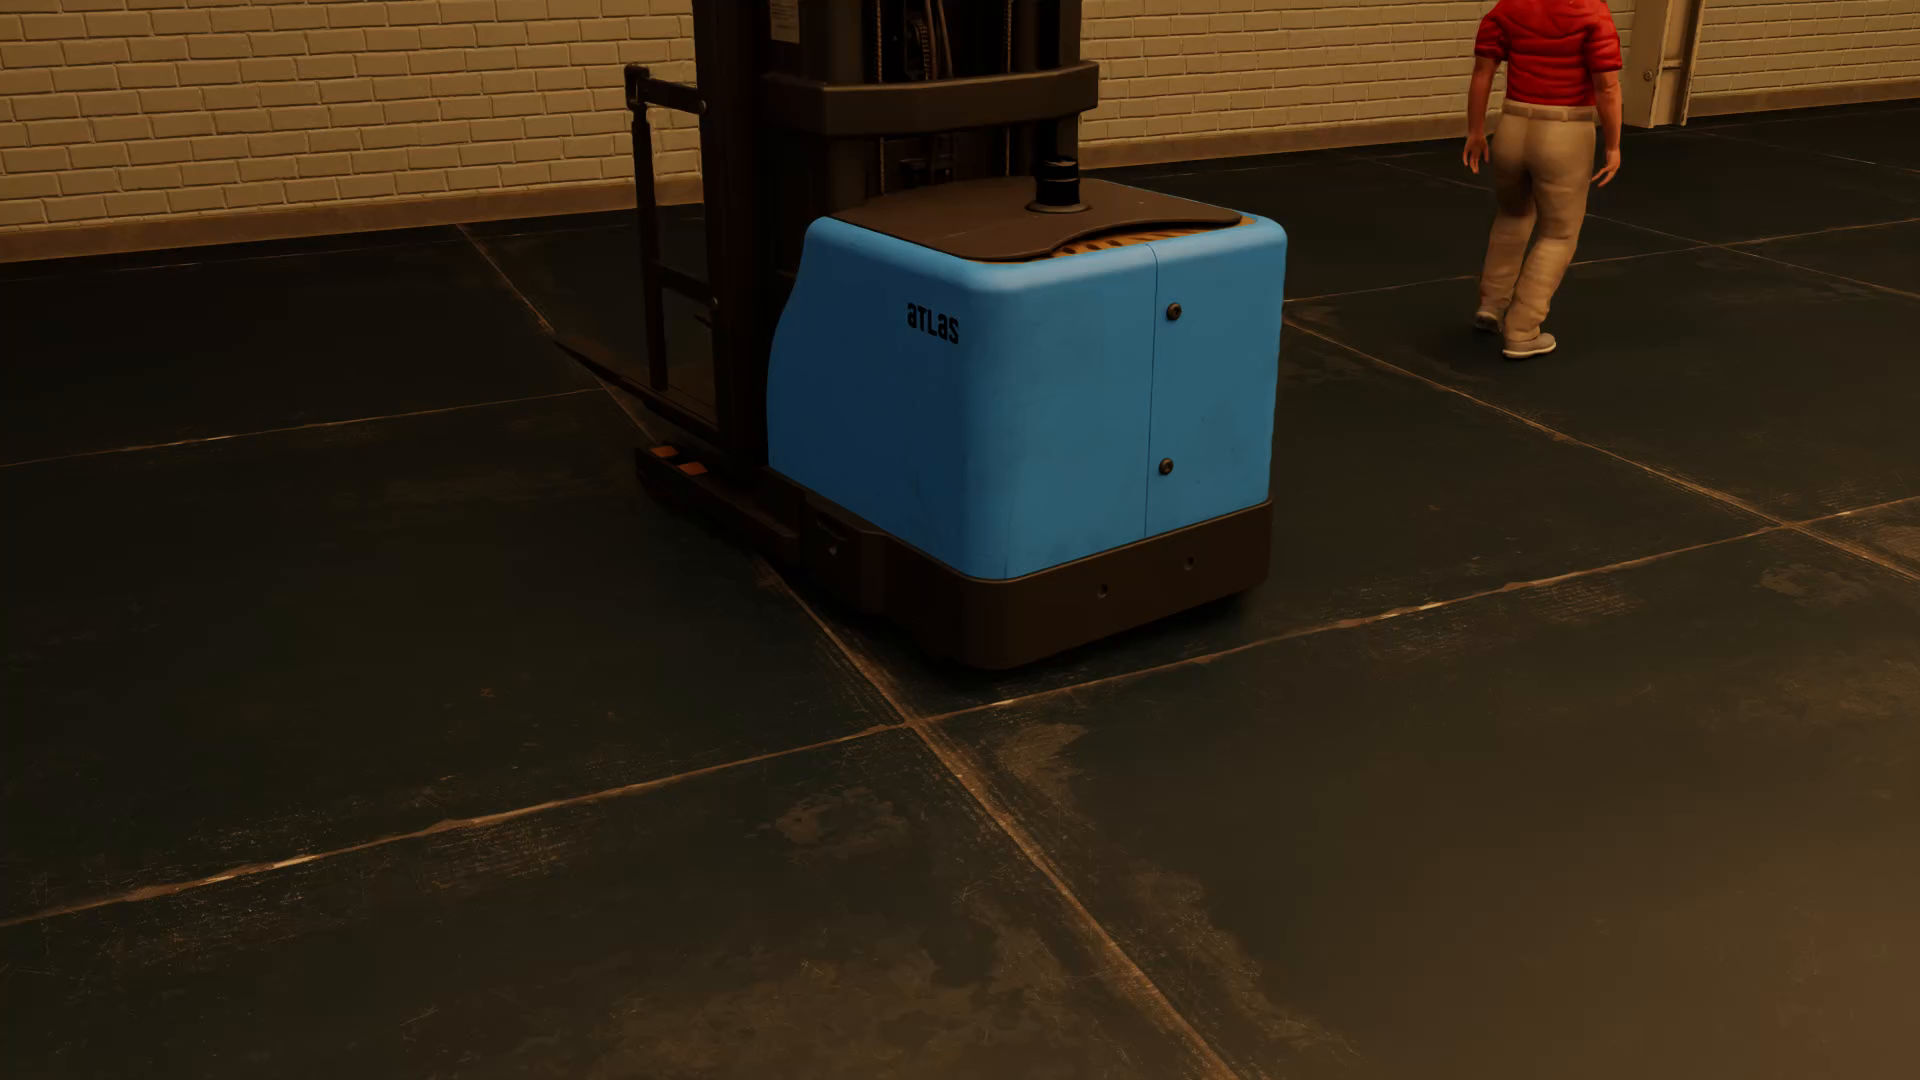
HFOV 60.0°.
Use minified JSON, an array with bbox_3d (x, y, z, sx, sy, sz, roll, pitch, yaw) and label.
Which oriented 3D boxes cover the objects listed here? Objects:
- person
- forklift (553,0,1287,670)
[{"bbox_3d":[2.400,-1.587,6.808,0.504,1.787,0.636,-18,29,-37],"label":"person"},{"bbox_3d":[-0.407,-1.534,4.979,1.130,2.935,3.031,-16,27,-33],"label":"forklift"}]
